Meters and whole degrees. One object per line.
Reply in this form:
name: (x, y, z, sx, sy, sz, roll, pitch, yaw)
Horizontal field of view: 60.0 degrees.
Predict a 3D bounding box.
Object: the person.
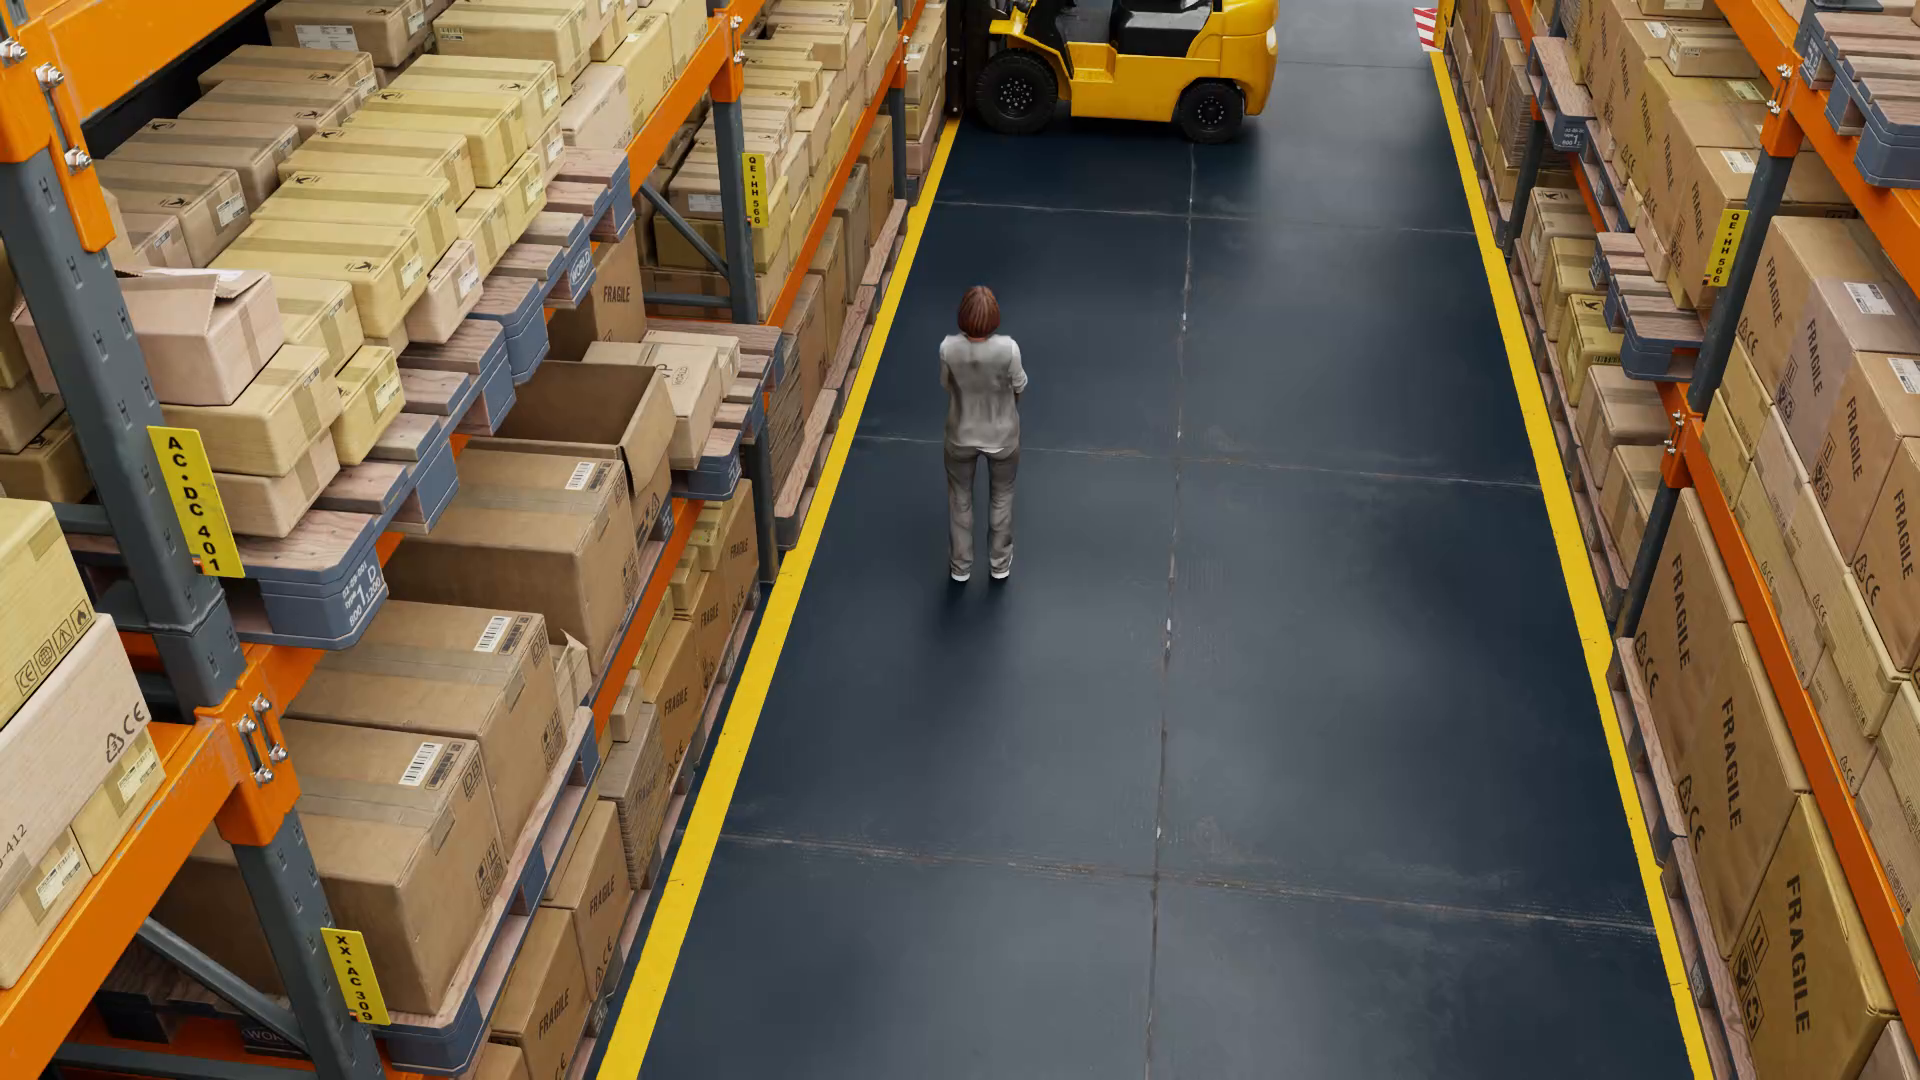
person: (0.107, -0.529, 7.761, 0.404, 1.591, 0.490, 3, 37, 4)
